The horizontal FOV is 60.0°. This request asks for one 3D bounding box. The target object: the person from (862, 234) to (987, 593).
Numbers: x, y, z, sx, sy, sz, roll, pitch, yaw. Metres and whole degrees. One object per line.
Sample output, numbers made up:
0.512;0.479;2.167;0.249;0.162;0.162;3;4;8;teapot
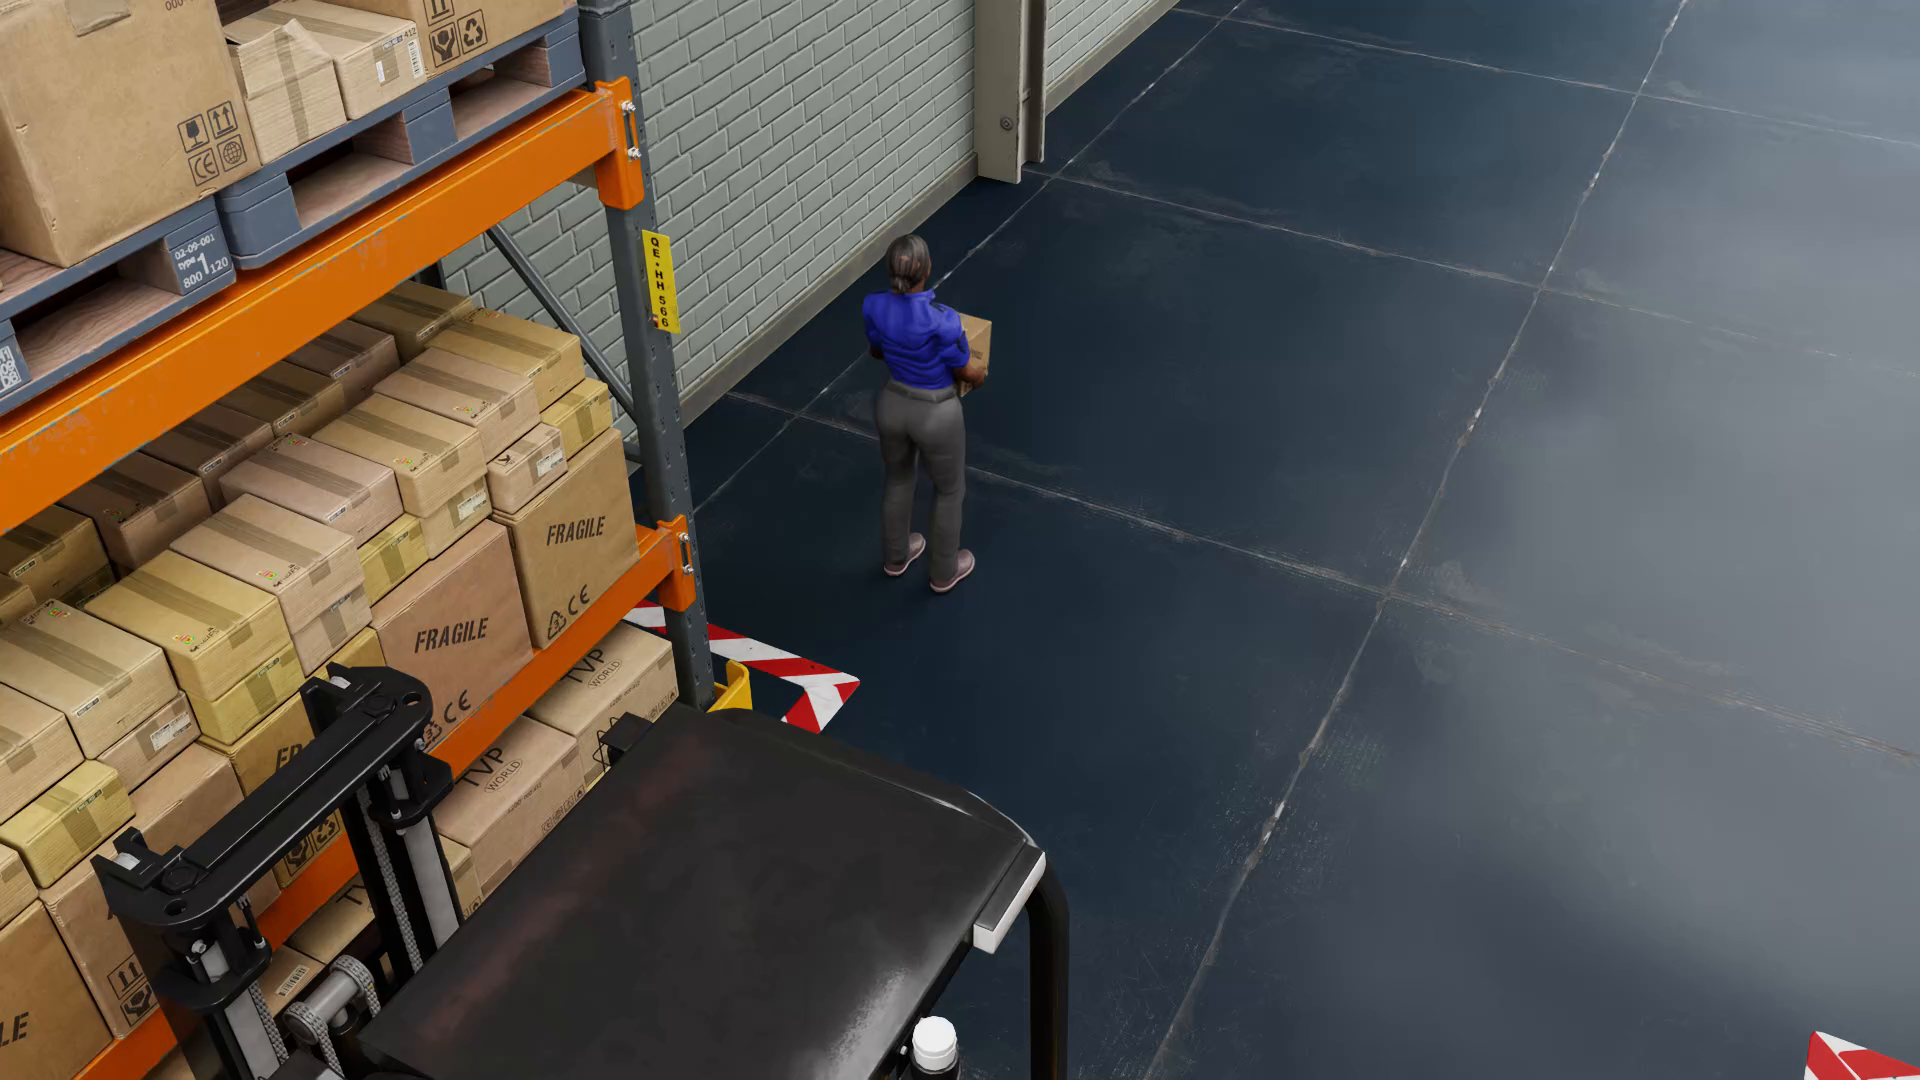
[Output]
-0.126;-0.559;6.868;0.460;1.653;0.500;18;41;21;person
